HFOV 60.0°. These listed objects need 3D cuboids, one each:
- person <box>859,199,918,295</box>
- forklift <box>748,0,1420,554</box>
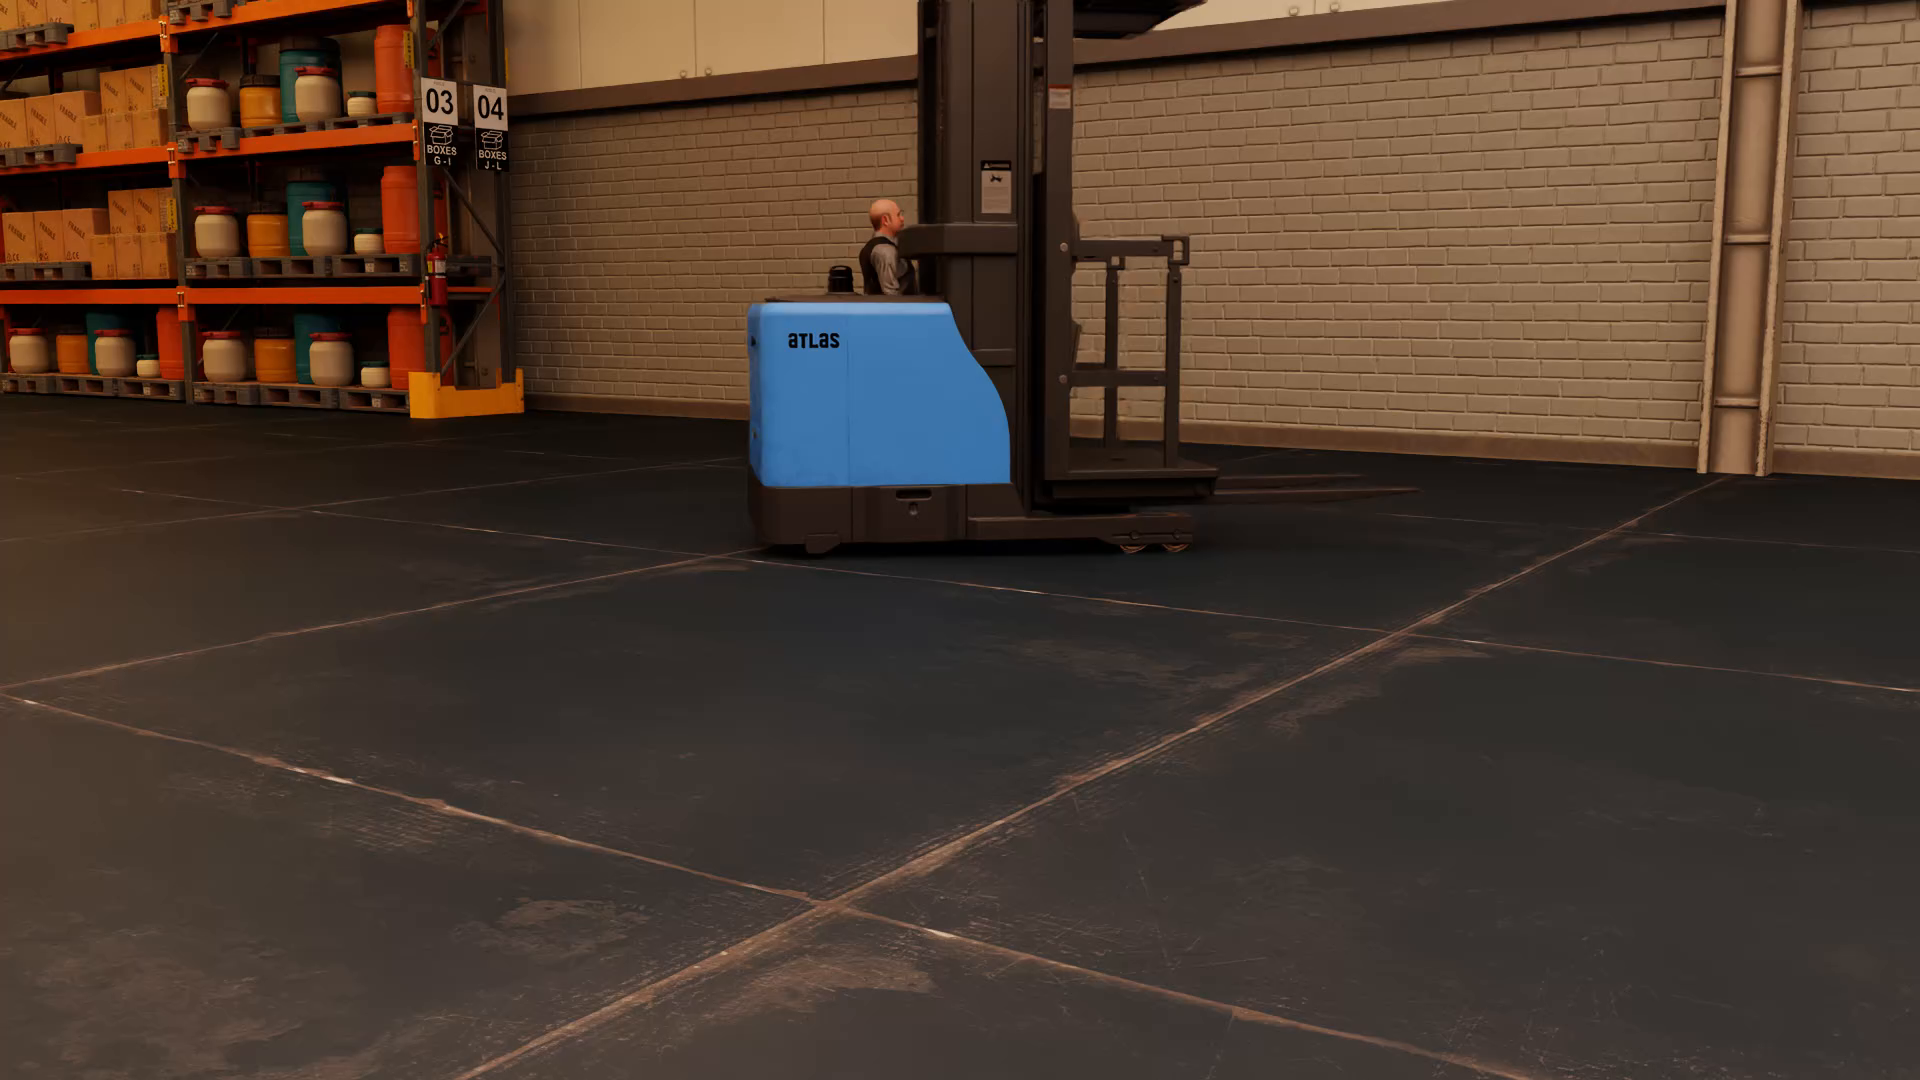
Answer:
[{"bbox_3d":[-0.445,-1.299,10.629,0.371,1.725,0.525,-3,8,-17],"label":"person"},{"bbox_3d":[0.568,-1.469,7.520,3.031,2.935,1.130,-1,8,-10],"label":"forklift"}]
